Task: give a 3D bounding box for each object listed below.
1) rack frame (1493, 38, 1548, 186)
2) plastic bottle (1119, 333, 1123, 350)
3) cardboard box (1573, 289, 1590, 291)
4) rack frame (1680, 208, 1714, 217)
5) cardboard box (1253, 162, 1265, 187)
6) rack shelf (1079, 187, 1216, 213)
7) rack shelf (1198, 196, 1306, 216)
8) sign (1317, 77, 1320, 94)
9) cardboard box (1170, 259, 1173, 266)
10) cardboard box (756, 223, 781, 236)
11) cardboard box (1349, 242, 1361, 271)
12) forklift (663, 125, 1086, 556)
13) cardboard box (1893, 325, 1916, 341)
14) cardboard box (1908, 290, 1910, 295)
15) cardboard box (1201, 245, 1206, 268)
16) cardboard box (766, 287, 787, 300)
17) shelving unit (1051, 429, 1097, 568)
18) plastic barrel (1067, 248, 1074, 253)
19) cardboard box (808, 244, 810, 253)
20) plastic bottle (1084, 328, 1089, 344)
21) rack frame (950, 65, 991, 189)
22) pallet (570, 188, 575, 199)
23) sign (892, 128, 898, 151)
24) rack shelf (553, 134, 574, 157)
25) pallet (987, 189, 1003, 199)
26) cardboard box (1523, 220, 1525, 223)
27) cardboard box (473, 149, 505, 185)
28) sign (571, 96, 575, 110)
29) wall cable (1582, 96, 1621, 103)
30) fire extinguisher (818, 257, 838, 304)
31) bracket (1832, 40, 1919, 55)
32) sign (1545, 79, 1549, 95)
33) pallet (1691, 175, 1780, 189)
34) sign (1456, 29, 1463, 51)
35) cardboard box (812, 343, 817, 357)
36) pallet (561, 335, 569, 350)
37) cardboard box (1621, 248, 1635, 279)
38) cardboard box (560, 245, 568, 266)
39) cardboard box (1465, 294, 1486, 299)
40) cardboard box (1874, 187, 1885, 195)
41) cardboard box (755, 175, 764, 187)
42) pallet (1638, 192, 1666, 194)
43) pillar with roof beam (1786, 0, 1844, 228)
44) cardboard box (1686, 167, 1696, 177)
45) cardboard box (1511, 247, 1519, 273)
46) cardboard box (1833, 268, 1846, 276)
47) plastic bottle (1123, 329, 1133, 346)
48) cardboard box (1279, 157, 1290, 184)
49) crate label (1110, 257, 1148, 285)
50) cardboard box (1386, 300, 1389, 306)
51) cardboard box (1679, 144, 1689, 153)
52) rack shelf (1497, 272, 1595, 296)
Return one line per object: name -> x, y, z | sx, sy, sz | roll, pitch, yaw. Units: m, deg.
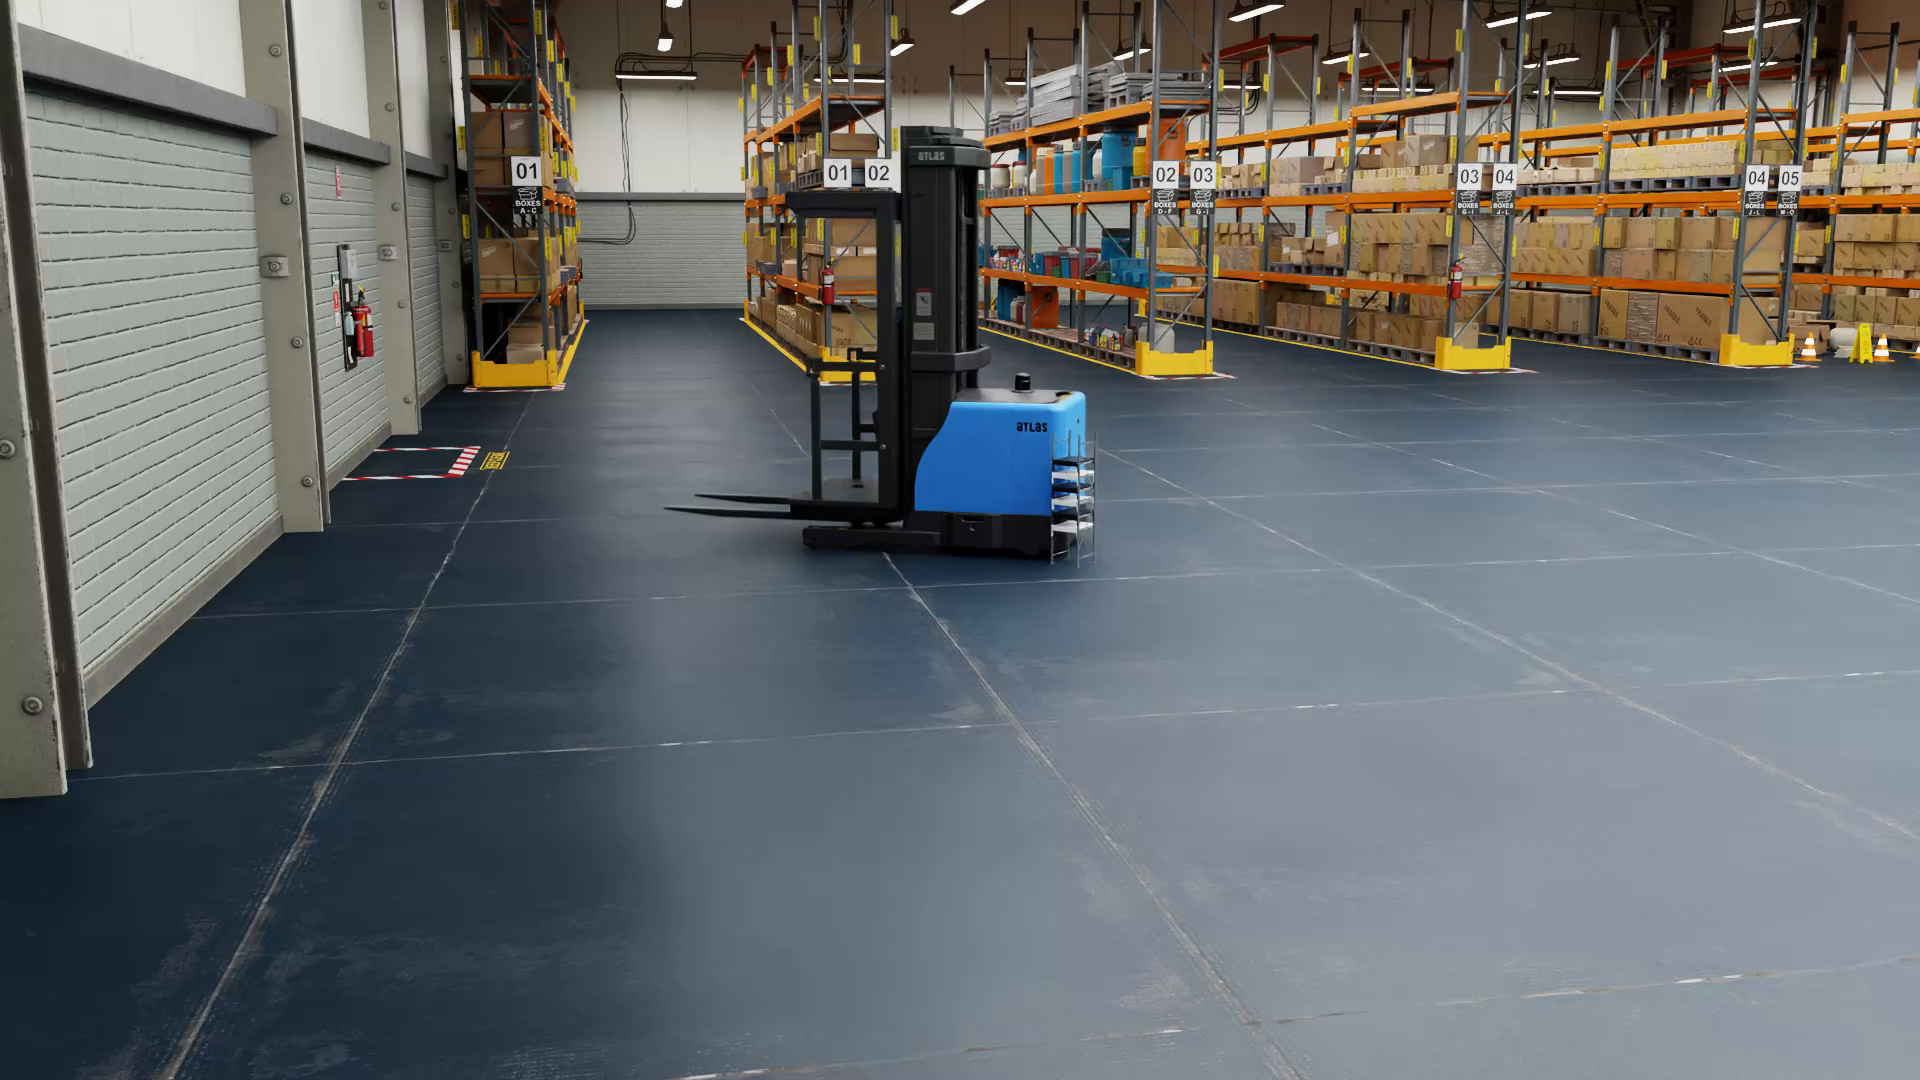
rack frame -> 11.555, -8.790, 34.312 | 1.000, 3.000, 0.127 | -2, 11, -11
plastic bottle -> 2.662, -3.288, 27.535 | 0.061, 0.283, 0.133 | -2, 11, -11
cardboard box -> 15.421, -6.006, 41.459 | 0.875, 0.438, 0.875 | -2, 11, -13
rack frame -> 19.703, -7.690, 44.577 | 1.000, 3.000, 0.127 | -2, 11, -11
cardboard box -> 6.480, -7.521, 34.267 | 0.797, 0.503, 0.637 | -1, 11, -8
rack shelf -> 2.978, -5.521, 27.081 | 1.077, 0.370, 4.000 | -2, 11, -11
rack shelf -> 6.281, -7.168, 35.737 | 1.077, 0.370, 4.000 | -2, 11, -11
sign -> 7.200, -9.148, 33.480 | 0.100, 0.325, 0.005 | -2, 11, -11
cardboard box -> 5.212, -6.618, 39.615 | 0.380, 0.149, 0.250 | -2, 11, -10
cardboard box -> -4.178, -6.679, 36.323 | 0.500, 0.500, 0.500 | -2, 11, -11
cardboard box -> 7.475, -5.058, 29.686 | 0.875, 0.500, 0.500 | -2, 11, -11
forklift -> -0.643, -1.454, 11.997 | 3.031, 2.935, 1.130 | 2, 11, 13
cardboard box -> 17.325, -3.759, 30.156 | 0.500, 0.250, 0.500 | -3, 11, -13
cardboard box -> 21.367, -5.148, 36.447 | 0.875, 0.625, 0.625 | -2, 11, -9
cardboard box -> 5.736, -6.370, 37.377 | 0.500, 0.500, 0.500 | -2, 11, -11
cardboard box -> -3.777, -5.131, 34.634 | 0.500, 0.250, 0.500 | -2, 11, -11
shelving unit -> 0.772, -0.283, 11.276 | 0.210, 0.900, 0.258 | 7, 13, 34
plastic barrel -> 2.221, -5.375, 32.115 | 0.421, 0.512, 0.421 | 0, 11, 0
cardboard box -> -2.307, -4.806, 27.423 | 0.380, 0.149, 0.250 | -2, 11, -13
plastic bottle -> 2.221, -3.569, 29.045 | 0.097, 0.271, 0.097 | 0, 11, 0
rack frame -> 0.255, -9.915, 40.224 | 1.000, 3.000, 0.127 | -2, 11, -11
pallet -> -9.308, -7.902, 37.907 | 1.003, 0.211, 1.213 | -2, 11, -11
sign -> -0.947, -5.815, 24.155 | 0.100, 0.325, 0.005 | -2, 11, -11
rack shelf -> -9.073, -8.638, 36.509 | 1.077, 0.370, 4.000 | -2, 11, -11
pallet -> 1.282, -7.475, 35.931 | 1.213, 0.211, 1.003 | -2, 11, -11
cardboard box -> 14.753, -8.247, 42.827 | 0.380, 0.149, 0.250 | -2, 11, -10
cardboard box -> -6.680, -5.273, 23.537 | 0.500, 0.500, 0.500 | -1, 11, -7
sign -> -8.927, -10.070, 38.327 | 0.100, 0.325, 0.005 | -2, 11, -11
wall cable -> 19.861, -14.451, 49.179 | 2.988, 3.039, 0.133 | -2, 11, -11
fire extinguisher -> -1.925, -3.778, 24.229 | 0.296, 0.674, 0.183 | -2, 11, -11
bracket -> 21.466, -11.268, 37.701 | 0.076, 0.066, 4.783 | -2, 11, -11
sign -> 12.098, -9.348, 34.319 | 0.100, 0.325, 0.005 | -2, 11, -11
pallet -> 12.956, -5.941, 27.605 | 1.003, 0.211, 1.213 | -2, 11, -11
sign -> 7.677, -7.681, 25.564 | 0.100, 0.325, 0.005 | -2, 11, -11
cardboard box -> -1.995, -2.889, 25.582 | 0.500, 0.250, 0.500 | -2, 11, -11
pallet -> -7.756, -3.628, 30.691 | 1.003, 0.211, 1.213 | -2, 11, -11
cardboard box -> 12.545, -5.016, 30.126 | 0.875, 0.550, 0.550 | -2, 11, -11
cardboard box -> -7.750, -5.444, 31.661 | 0.500, 0.500, 0.500 | -2, 11, -9
cardboard box -> 11.164, -5.306, 35.606 | 0.500, 0.250, 0.500 | -2, 11, -12
cardboard box -> 17.151, -6.453, 30.728 | 0.380, 0.149, 0.250 | -2, 11, -9
cardboard box -> -4.187, -7.780, 36.091 | 0.500, 0.250, 0.500 | -2, 11, -11
pallet -> 15.993, -7.743, 37.341 | 1.003, 0.211, 1.213 | -2, 11, -8
pillar with roof beam -> 17.007, -9.907, 40.182 | 9.100, 9.000, 0.548 | -2, 11, -11
cardboard box -> 12.515, -6.217, 28.095 | 0.380, 0.149, 0.250 | -2, 11, -12
cardboard box -> 11.479, -5.707, 33.890 | 0.500, 0.500, 0.500 | -2, 11, -12
cardboard box -> 16.915, -5.115, 31.720 | 0.380, 0.149, 0.250 | -2, 11, -11
plastic bottle -> 2.894, -3.493, 28.632 | 0.152, 0.276, 0.135 | -2, 11, -11
cardboard box -> 6.604, -7.261, 32.695 | 0.500, 0.500, 0.500 | -2, 11, -11
crate label -> 2.744, -4.379, 27.086 | 0.502, 0.435, 0.616 | -2, 11, -11
cardboard box -> 10.339, -5.624, 39.428 | 0.380, 0.149, 0.250 | -3, 11, -14
cardboard box -> 12.465, -6.656, 28.269 | 0.380, 0.149, 0.250 | -2, 11, -12
rack shelf -> 11.944, -5.123, 33.013 | 1.077, 0.370, 4.000 | -2, 11, -11
